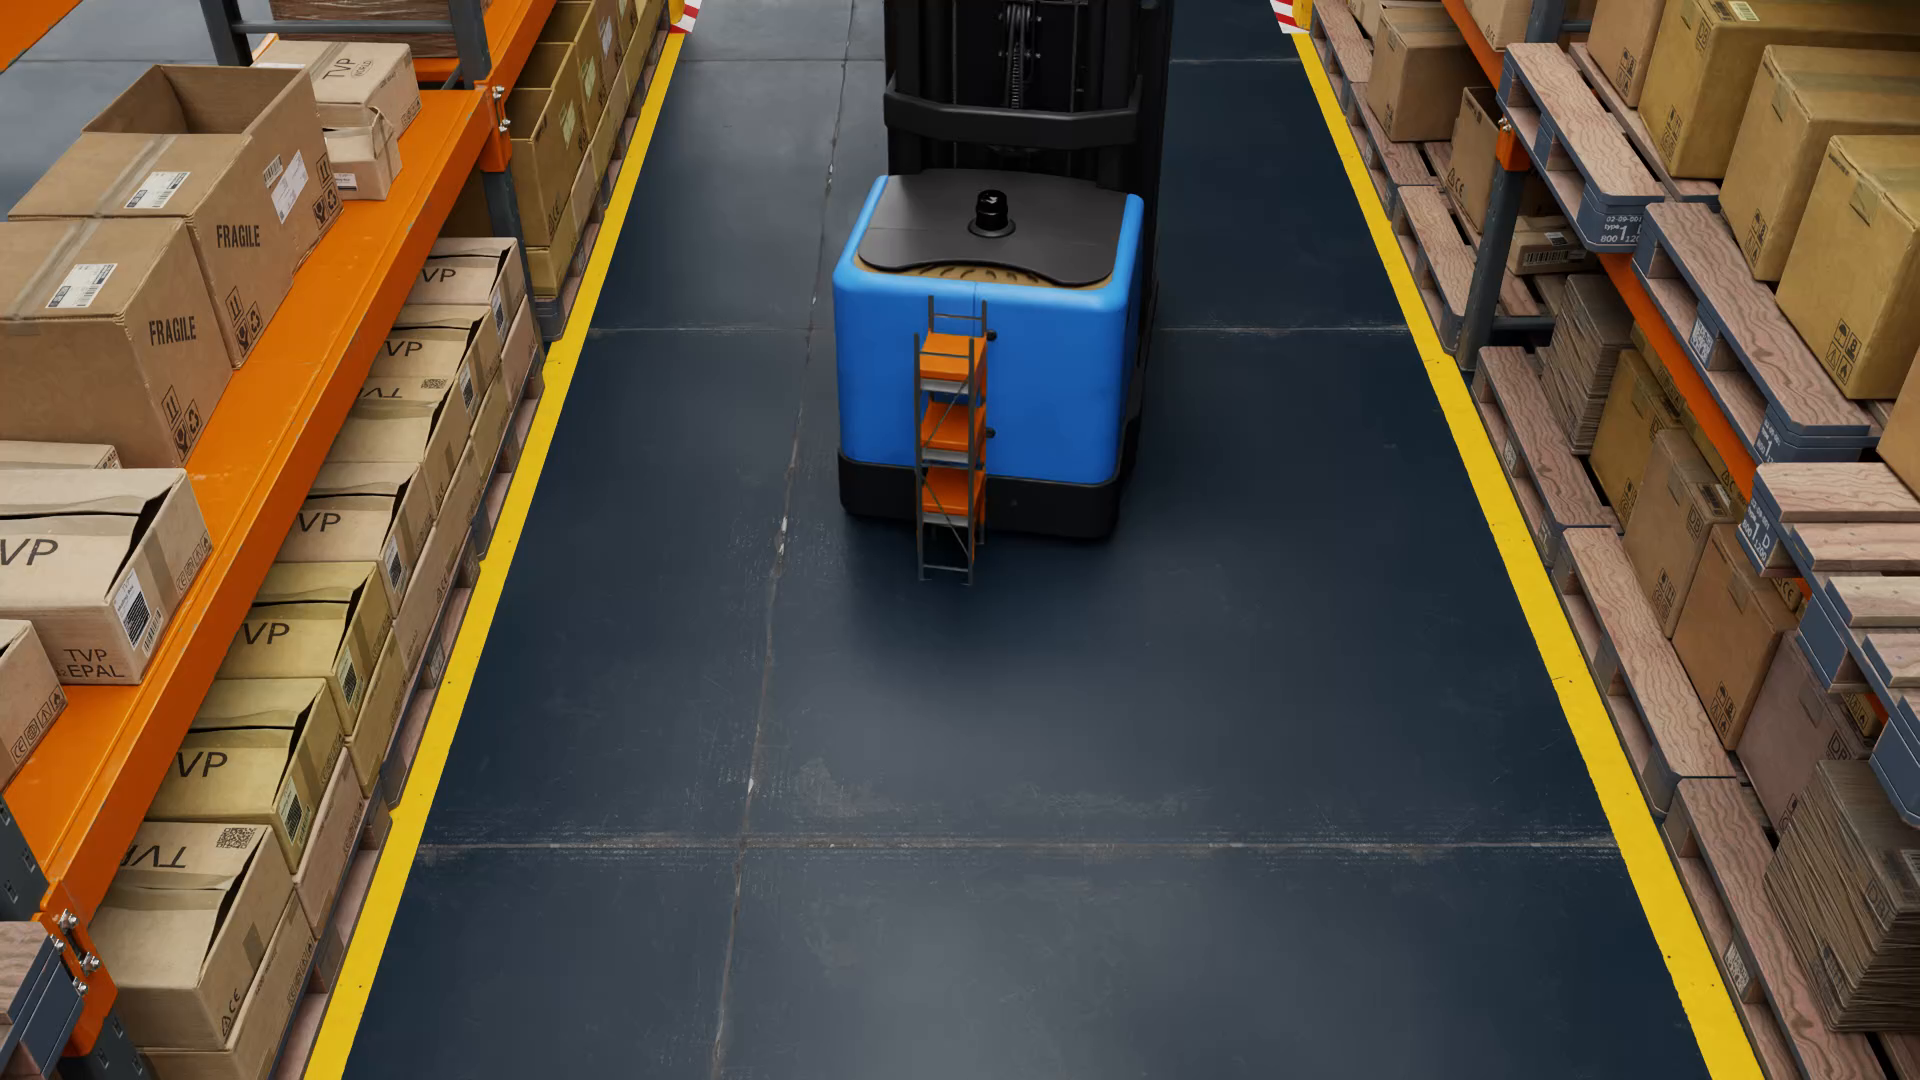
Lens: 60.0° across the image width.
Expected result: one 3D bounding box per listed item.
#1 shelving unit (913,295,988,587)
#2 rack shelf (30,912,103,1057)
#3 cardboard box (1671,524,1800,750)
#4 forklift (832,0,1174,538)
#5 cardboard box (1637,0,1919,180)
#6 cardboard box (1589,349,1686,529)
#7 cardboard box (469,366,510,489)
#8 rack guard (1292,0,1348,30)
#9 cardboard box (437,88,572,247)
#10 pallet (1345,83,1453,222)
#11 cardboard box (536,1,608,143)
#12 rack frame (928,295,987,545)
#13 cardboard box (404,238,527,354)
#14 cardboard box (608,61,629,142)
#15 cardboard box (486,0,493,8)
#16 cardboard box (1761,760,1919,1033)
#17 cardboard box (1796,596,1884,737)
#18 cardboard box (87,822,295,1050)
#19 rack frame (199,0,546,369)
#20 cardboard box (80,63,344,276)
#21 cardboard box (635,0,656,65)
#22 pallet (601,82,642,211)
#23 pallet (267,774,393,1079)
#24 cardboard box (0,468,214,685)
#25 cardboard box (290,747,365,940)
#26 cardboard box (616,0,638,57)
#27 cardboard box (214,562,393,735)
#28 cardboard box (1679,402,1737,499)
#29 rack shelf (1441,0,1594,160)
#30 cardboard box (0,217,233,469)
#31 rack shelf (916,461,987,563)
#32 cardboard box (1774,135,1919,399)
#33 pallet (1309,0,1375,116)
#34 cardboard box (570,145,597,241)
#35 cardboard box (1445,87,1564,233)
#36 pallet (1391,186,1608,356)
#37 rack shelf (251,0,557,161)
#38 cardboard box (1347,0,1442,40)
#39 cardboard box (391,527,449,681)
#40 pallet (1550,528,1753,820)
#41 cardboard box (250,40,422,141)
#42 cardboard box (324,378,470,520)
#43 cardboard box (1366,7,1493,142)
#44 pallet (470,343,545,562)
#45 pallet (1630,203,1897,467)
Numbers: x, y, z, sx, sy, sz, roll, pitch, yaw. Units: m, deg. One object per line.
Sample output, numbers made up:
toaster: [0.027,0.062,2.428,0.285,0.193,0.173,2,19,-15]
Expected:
shelving unit: [-0.030,-0.327,5.819,0.215,1.050,0.252,6,39,8]
rack shelf: [-2.294,2.112,1.791,1.077,0.370,4.000,0,39,0]
cardboard box: [2.691,0.295,5.130,0.700,0.500,0.500,0,39,0]
forklift: [0.296,-2.071,6.490,1.130,2.935,3.031,6,39,7]
cardboard box: [2.613,-1.470,5.253,0.700,0.500,0.500,4,39,5]
cardboard box: [2.721,-0.339,5.922,0.700,0.500,0.500,-1,39,-1]
cardboard box: [-2.012,-0.436,6.259,0.500,0.250,0.500,-1,39,-1]
rack guard: [2.648,-3.405,10.099,1.175,0.500,0.348,0,39,0]
cardboard box: [-1.988,-1.594,7.104,0.500,0.500,0.500,0,39,0]
pallet: [2.613,-2.023,8.606,1.003,0.211,1.213,0,39,0]
cardboard box: [-1.989,-2.220,7.885,0.500,0.500,0.500,0,39,0]
rack frame: [-0.009,-0.402,5.913,0.200,1.050,0.008,6,39,8]
cardboard box: [-2.014,-0.977,6.485,0.500,0.311,0.500,0,39,0]
cardboard box: [-1.995,-2.240,8.509,0.500,0.250,0.500,0,39,0]
cardboard box: [-2.315,-2.567,6.975,0.700,0.500,0.500,0,39,-1]
cardboard box: [2.605,0.928,4.340,0.700,0.500,0.500,0,39,1]
cardboard box: [2.667,0.279,4.550,0.500,0.250,0.500,1,39,1]
cardboard box: [-2.003,0.943,4.089,0.500,0.311,0.500,1,39,1]
rack frame: [-2.301,-1.921,6.248,1.000,3.000,0.127,0,39,0]
cardboard box: [-2.316,-1.150,5.206,0.500,0.500,0.500,3,39,3]
cardboard box: [-1.997,-2.865,9.290,0.500,0.250,0.500,0,39,0]
pallet: [-2.264,-2.095,8.695,1.003,0.211,1.213,0,39,0]
pallet: [-2.258,1.154,4.641,1.003,0.211,1.213,0,39,0]
cardboard box: [-2.103,0.056,3.853,0.500,0.311,0.500,0,39,-1]
cardboard box: [-2.004,0.848,4.656,0.500,0.250,0.500,-1,39,-1]
cardboard box: [-1.991,-2.845,8.665,0.500,0.500,0.500,0,39,0]
cardboard box: [-2.010,0.296,4.897,0.500,0.311,0.500,-1,39,-1]
cardboard box: [2.679,-0.354,5.341,0.500,0.250,0.500,-1,39,-1]
rack shelf: [2.651,-2.897,8.041,1.077,0.370,4.000,0,39,0]
cardboard box: [-2.314,-0.508,4.405,0.500,0.500,0.500,-2,39,-2]
rack shelf: [-0.030,-0.102,5.999,0.215,0.259,0.240,6,39,8]
cardboard box: [2.623,-0.709,4.304,0.700,0.500,0.500,0,39,0]
pallet: [2.614,-2.784,9.556,1.003,0.211,1.213,0,39,0]
cardboard box: [-1.994,-1.614,7.729,0.500,0.250,0.500,0,39,0]
cardboard box: [2.612,-1.772,7.709,0.500,0.500,0.500,-3,39,-3]
pallet: [2.617,-1.258,7.652,1.003,0.211,1.213,0,39,0]
rack shelf: [-2.303,-2.891,8.034,1.077,0.370,4.000,0,39,0]
cardboard box: [2.559,-3.118,9.540,0.500,0.311,0.500,-4,39,-5]
cardboard box: [-2.011,0.202,5.462,0.500,0.250,0.500,1,39,1]
pallet: [2.660,0.413,5.566,1.003,0.211,1.213,0,39,0]
cardboard box: [-2.256,-1.554,5.911,0.500,0.250,0.500,2,39,3]
cardboard box: [-2.008,-0.340,5.690,0.500,0.311,0.500,0,39,0]
cardboard box: [2.511,-2.376,8.464,0.700,0.500,0.500,-2,39,-3]
pallet: [-2.261,-0.372,6.545,1.003,0.211,1.213,0,39,0]
pallet: [2.614,-0.588,4.739,1.003,0.211,1.213,0,39,0]
